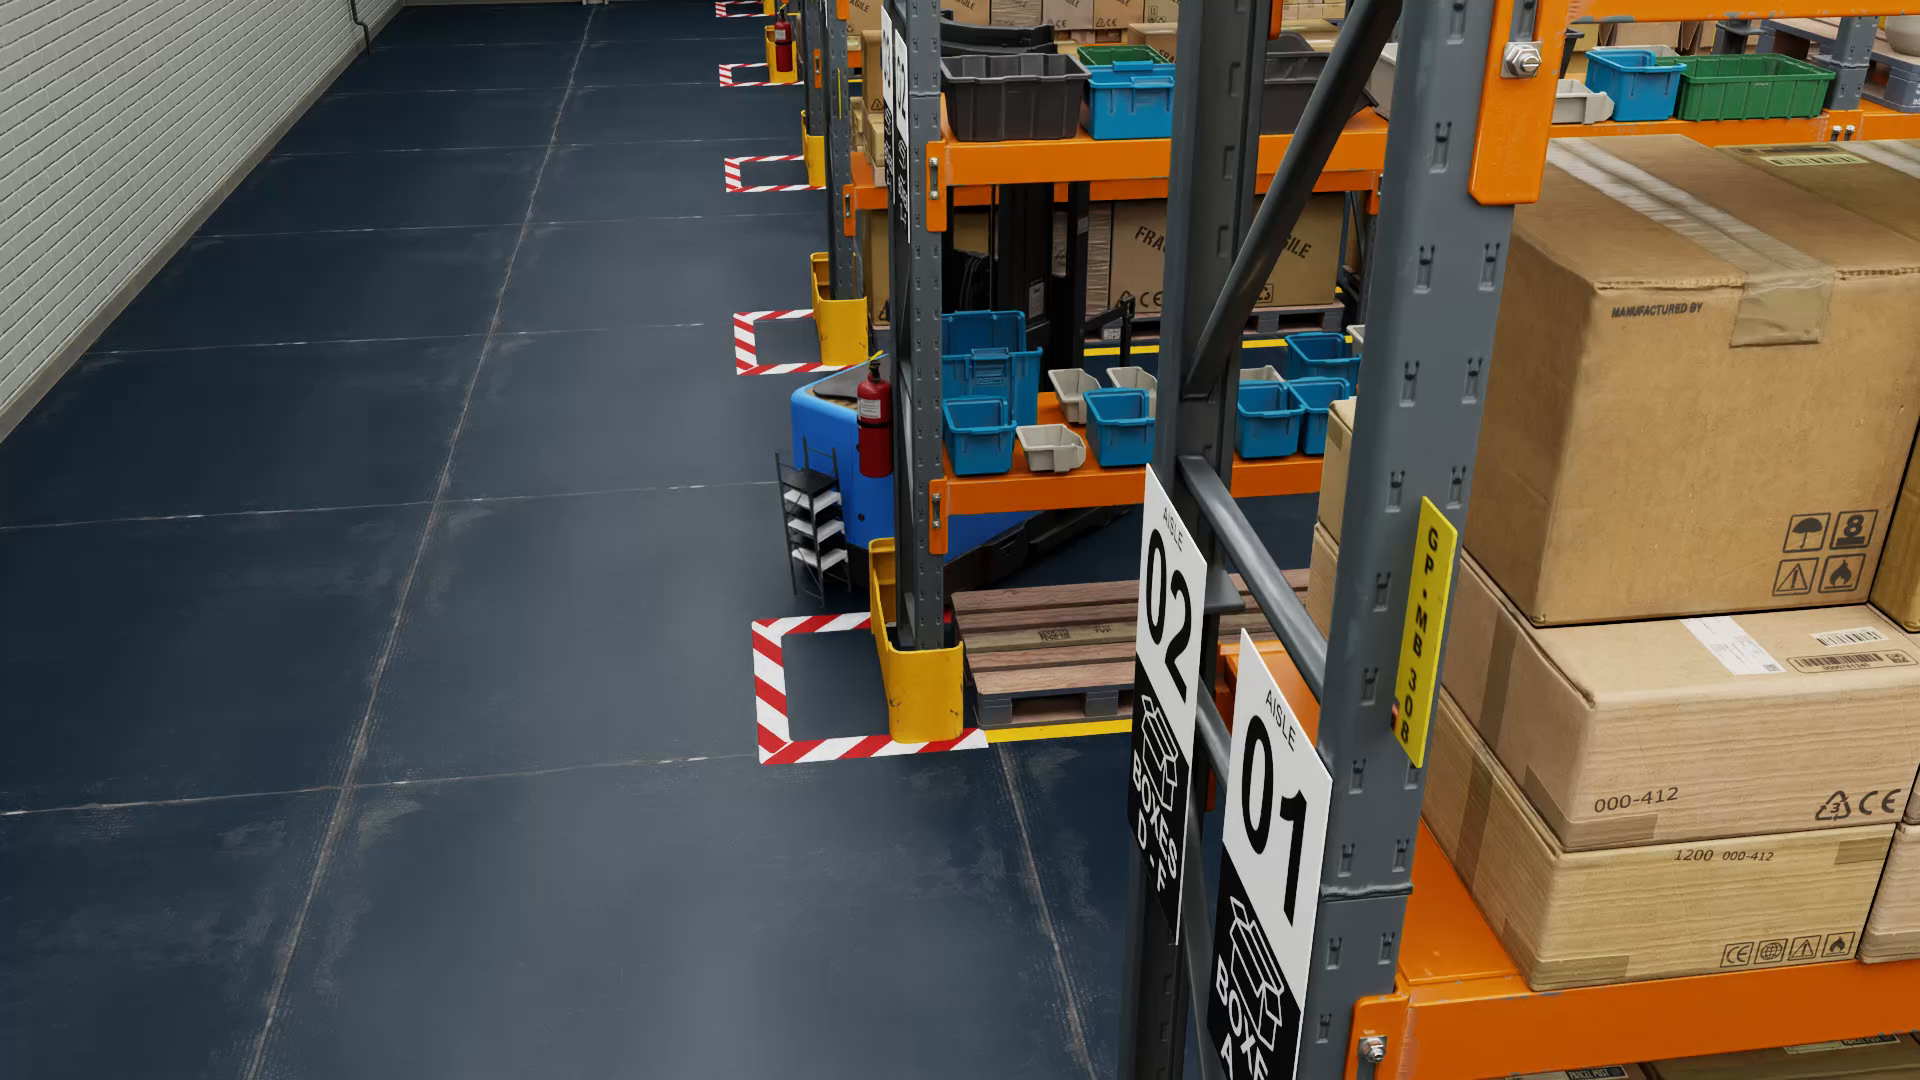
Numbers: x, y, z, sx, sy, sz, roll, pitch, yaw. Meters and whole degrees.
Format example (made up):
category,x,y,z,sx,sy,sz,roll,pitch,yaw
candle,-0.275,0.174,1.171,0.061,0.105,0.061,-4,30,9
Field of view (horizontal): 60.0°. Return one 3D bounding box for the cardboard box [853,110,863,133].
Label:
category,x,y,z,sx,sy,sz,roll,pitch,yaw
cardboard box,-0.923,-4.199,16.659,0.250,0.149,0.380,-5,28,-9

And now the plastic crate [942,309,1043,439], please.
category,x,y,z,sx,sy,sz,roll,pitch,yaw
plastic crate,0.098,-0.796,7.912,0.499,0.435,0.616,-4,27,-7

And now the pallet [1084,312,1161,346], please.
category,x,y,z,sx,sy,sz,roll,pitch,yaw
pallet,1.089,-1.809,13.044,1.213,0.211,1.003,-4,27,-7

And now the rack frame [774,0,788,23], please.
category,x,y,z,sx,sy,sz,roll,pitch,yaw
rack frame,-2.278,-7.367,20.822,0.127,3.000,1.000,-4,27,-7

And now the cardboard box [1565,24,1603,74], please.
category,x,y,z,sx,sy,sz,roll,pitch,yaw
cardboard box,4.376,-3.715,12.497,0.637,0.503,0.797,-3,27,-7

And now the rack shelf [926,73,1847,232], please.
category,x,y,z,sx,sy,sz,roll,pitch,yaw
rack shelf,1.773,-1.790,7.455,4.000,0.370,1.077,-4,27,-7

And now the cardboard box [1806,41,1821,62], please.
category,x,y,z,sx,sy,sz,roll,pitch,yaw
cardboard box,6.298,-3.848,12.755,0.637,0.503,0.797,-3,27,-5

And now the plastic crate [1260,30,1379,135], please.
category,x,y,z,sx,sy,sz,roll,pitch,yaw
plastic crate,1.343,-1.928,7.004,0.767,0.338,0.504,-4,27,-7

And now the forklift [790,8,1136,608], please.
category,x,y,z,sx,sy,sz,roll,pitch,yaw
forklift,0.406,-1.521,9.504,1.130,2.935,3.031,21,34,35

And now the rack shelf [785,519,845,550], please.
category,x,y,z,sx,sy,sz,roll,pitch,yaw
rack shelf,-0.779,-0.059,8.932,0.258,0.077,0.200,21,40,35

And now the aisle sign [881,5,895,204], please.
category,x,y,z,sx,sy,sz,roll,pitch,yaw
aisle sign,-0.320,-1.933,7.383,0.004,0.787,0.394,-4,27,-7

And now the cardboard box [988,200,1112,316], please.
category,x,y,z,sx,sy,sz,roll,pitch,yaw
cardboard box,0.626,-2.264,12.743,0.875,0.875,0.875,-4,27,-7

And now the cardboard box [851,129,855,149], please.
category,x,y,z,sx,sy,sz,roll,pitch,yaw
cardboard box,-0.996,-4.182,17.278,0.250,0.149,0.380,-3,27,-6

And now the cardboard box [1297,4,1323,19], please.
category,x,y,z,sx,sy,sz,roll,pitch,yaw
cardboard box,3.448,-5.317,16.642,0.250,0.149,0.380,-3,27,-7

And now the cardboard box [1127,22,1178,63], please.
category,x,y,z,sx,sy,sz,roll,pitch,yaw
cardboard box,1.550,-3.563,12.425,0.500,0.500,0.500,-5,28,-9

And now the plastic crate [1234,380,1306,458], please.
category,x,y,z,sx,sy,sz,roll,pitch,yaw
plastic crate,1.386,-0.551,7.656,0.300,0.233,0.416,-4,27,-7

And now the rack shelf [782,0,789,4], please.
category,x,y,z,sx,sy,sz,roll,pitch,yaw
rack shelf,-0.298,-7.174,21.235,4.000,0.370,1.077,-4,27,-7

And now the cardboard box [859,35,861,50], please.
category,x,y,z,sx,sy,sz,roll,pitch,yaw
cardboard box,-0.876,-4.932,16.351,0.250,0.149,0.380,-3,27,-5

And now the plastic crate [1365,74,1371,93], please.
category,x,y,z,sx,sy,sz,roll,pitch,yaw
plastic crate,1.804,-2.109,7.578,0.530,0.136,0.437,-4,27,-7

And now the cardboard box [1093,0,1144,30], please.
category,x,y,z,sx,sy,sz,roll,pitch,yaw
cardboard box,1.518,-5.376,16.507,0.500,0.500,0.500,-4,27,-9

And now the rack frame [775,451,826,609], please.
category,x,y,z,sx,sy,sz,roll,pitch,yaw
rack frame,-0.848,-0.043,8.851,0.240,0.900,0.006,21,40,35

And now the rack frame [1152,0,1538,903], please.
category,x,y,z,sx,sy,sz,roll,pitch,yaw
rack frame,0.479,-1.078,1.994,0.127,3.000,1.000,-4,27,-7

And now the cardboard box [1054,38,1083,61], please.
category,x,y,z,sx,sy,sz,roll,pitch,yaw
cardboard box,0.623,-3.263,11.840,0.500,0.500,0.500,-4,27,-9

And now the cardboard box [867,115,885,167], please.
category,x,y,z,sx,sy,sz,roll,pitch,yaw
cardboard box,-0.385,-2.861,11.879,0.500,0.250,0.500,-4,27,-8

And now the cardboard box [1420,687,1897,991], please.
category,x,y,z,sx,sy,sz,roll,pitch,yaw
cardboard box,1.023,0.406,2.552,0.500,0.250,0.500,-4,27,-7

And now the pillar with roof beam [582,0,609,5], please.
category,x,y,z,sx,sy,sz,roll,pitch,yaw
pillar with roof beam,-5.169,-10.570,20.493,0.400,9.000,9.100,-4,27,-7

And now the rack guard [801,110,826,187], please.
category,x,y,z,sx,sy,sz,roll,pitch,yaw
rack guard,-1.413,-4.029,17.054,0.348,0.500,1.175,-4,27,-7

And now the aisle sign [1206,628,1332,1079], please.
category,x,y,z,sx,sy,sz,roll,pitch,yaw
aisle sign,0.452,0.572,2.502,0.004,0.787,0.394,-4,27,-7

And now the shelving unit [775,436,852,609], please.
category,x,y,z,sx,sy,sz,roll,pitch,yaw
shelving unit,-0.782,-0.087,8.915,0.258,0.900,0.210,21,40,35

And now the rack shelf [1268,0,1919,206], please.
category,x,y,z,sx,sy,sz,roll,pitch,yaw
rack shelf,2.459,-0.884,2.406,4.000,0.370,1.077,-4,27,-7

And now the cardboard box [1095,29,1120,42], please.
category,x,y,z,sx,sy,sz,roll,pitch,yaw
cardboard box,1.444,-5.114,16.705,0.250,0.149,0.380,-4,27,-9

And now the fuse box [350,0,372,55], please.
category,x,y,z,sx,sy,sz,roll,pitch,yaw
fuse box,-8.007,-7.384,22.266,0.414,1.711,0.539,-4,27,-7

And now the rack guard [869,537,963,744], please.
category,x,y,z,sx,sy,sz,roll,pitch,yaw
rack guard,-0.230,0.471,8.284,0.348,0.500,1.175,-4,27,-7

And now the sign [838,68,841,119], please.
category,x,y,z,sx,sy,sz,roll,pitch,yaw
sign,-0.826,-3.056,11.386,0.005,0.325,0.100,-4,27,-7

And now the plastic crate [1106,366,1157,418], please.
category,x,y,z,sx,sy,sz,roll,pitch,yaw
plastic crate,0.864,-0.703,8.058,0.243,0.136,0.396,-4,27,-7

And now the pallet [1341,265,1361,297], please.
category,x,y,z,sx,sy,sz,roll,pitch,yaw
pallet,3.817,-1.984,13.386,1.213,0.211,1.003,-4,27,-7

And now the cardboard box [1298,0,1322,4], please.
category,x,y,z,sx,sy,sz,roll,pitch,yaw
cardboard box,3.438,-5.449,16.573,0.250,0.149,0.380,-3,27,-6

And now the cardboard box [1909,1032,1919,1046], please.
category,x,y,z,sx,sy,sz,roll,pitch,yaw
cardboard box,1.968,1.127,3.064,0.500,0.500,0.500,-3,27,-6

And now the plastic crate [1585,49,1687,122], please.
category,x,y,z,sx,sy,sz,roll,pitch,yaw
plastic crate,2.896,-1.961,7.183,0.300,0.233,0.416,-4,27,-7

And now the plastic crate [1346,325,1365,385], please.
category,x,y,z,sx,sy,sz,roll,pitch,yaw
plastic crate,2.216,-0.863,8.210,0.530,0.282,0.437,-4,27,-7

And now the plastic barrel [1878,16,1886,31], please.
category,x,y,z,sx,sy,sz,roll,pitch,yaw
plastic barrel,4.629,-2.658,7.692,0.600,0.588,0.600,0,27,0

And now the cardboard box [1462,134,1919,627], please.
category,x,y,z,sx,sy,sz,roll,pitch,yaw
cardboard box,0.985,-0.273,2.505,0.500,0.500,0.700,-4,27,-7

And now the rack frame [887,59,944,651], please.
category,x,y,z,sx,sy,sz,roll,pitch,yaw
rack frame,-0.208,-0.648,7.728,0.127,3.000,1.000,-4,27,-7

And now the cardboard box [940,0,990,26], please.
category,x,y,z,sx,sy,sz,roll,pitch,yaw
cardboard box,0.008,-5.287,16.334,0.500,0.500,0.500,-3,27,-6

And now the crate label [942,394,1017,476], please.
category,x,y,z,sx,sy,sz,roll,pitch,yaw
crate label,0.083,-0.467,7.493,0.303,0.233,0.416,-4,27,-7

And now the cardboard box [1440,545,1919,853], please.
category,x,y,z,sx,sy,sz,roll,pitch,yaw
cardboard box,1.024,0.186,2.433,0.500,0.250,0.500,-4,27,-7

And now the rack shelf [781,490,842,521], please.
category,x,y,z,sx,sy,sz,roll,pitch,yaw
rack shelf,-0.791,-0.212,8.839,0.258,0.077,0.200,21,40,35

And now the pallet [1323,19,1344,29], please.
category,x,y,z,sx,sy,sz,roll,pitch,yaw
pallet,3.249,-5.288,16.980,1.213,0.211,1.003,-4,27,-7
